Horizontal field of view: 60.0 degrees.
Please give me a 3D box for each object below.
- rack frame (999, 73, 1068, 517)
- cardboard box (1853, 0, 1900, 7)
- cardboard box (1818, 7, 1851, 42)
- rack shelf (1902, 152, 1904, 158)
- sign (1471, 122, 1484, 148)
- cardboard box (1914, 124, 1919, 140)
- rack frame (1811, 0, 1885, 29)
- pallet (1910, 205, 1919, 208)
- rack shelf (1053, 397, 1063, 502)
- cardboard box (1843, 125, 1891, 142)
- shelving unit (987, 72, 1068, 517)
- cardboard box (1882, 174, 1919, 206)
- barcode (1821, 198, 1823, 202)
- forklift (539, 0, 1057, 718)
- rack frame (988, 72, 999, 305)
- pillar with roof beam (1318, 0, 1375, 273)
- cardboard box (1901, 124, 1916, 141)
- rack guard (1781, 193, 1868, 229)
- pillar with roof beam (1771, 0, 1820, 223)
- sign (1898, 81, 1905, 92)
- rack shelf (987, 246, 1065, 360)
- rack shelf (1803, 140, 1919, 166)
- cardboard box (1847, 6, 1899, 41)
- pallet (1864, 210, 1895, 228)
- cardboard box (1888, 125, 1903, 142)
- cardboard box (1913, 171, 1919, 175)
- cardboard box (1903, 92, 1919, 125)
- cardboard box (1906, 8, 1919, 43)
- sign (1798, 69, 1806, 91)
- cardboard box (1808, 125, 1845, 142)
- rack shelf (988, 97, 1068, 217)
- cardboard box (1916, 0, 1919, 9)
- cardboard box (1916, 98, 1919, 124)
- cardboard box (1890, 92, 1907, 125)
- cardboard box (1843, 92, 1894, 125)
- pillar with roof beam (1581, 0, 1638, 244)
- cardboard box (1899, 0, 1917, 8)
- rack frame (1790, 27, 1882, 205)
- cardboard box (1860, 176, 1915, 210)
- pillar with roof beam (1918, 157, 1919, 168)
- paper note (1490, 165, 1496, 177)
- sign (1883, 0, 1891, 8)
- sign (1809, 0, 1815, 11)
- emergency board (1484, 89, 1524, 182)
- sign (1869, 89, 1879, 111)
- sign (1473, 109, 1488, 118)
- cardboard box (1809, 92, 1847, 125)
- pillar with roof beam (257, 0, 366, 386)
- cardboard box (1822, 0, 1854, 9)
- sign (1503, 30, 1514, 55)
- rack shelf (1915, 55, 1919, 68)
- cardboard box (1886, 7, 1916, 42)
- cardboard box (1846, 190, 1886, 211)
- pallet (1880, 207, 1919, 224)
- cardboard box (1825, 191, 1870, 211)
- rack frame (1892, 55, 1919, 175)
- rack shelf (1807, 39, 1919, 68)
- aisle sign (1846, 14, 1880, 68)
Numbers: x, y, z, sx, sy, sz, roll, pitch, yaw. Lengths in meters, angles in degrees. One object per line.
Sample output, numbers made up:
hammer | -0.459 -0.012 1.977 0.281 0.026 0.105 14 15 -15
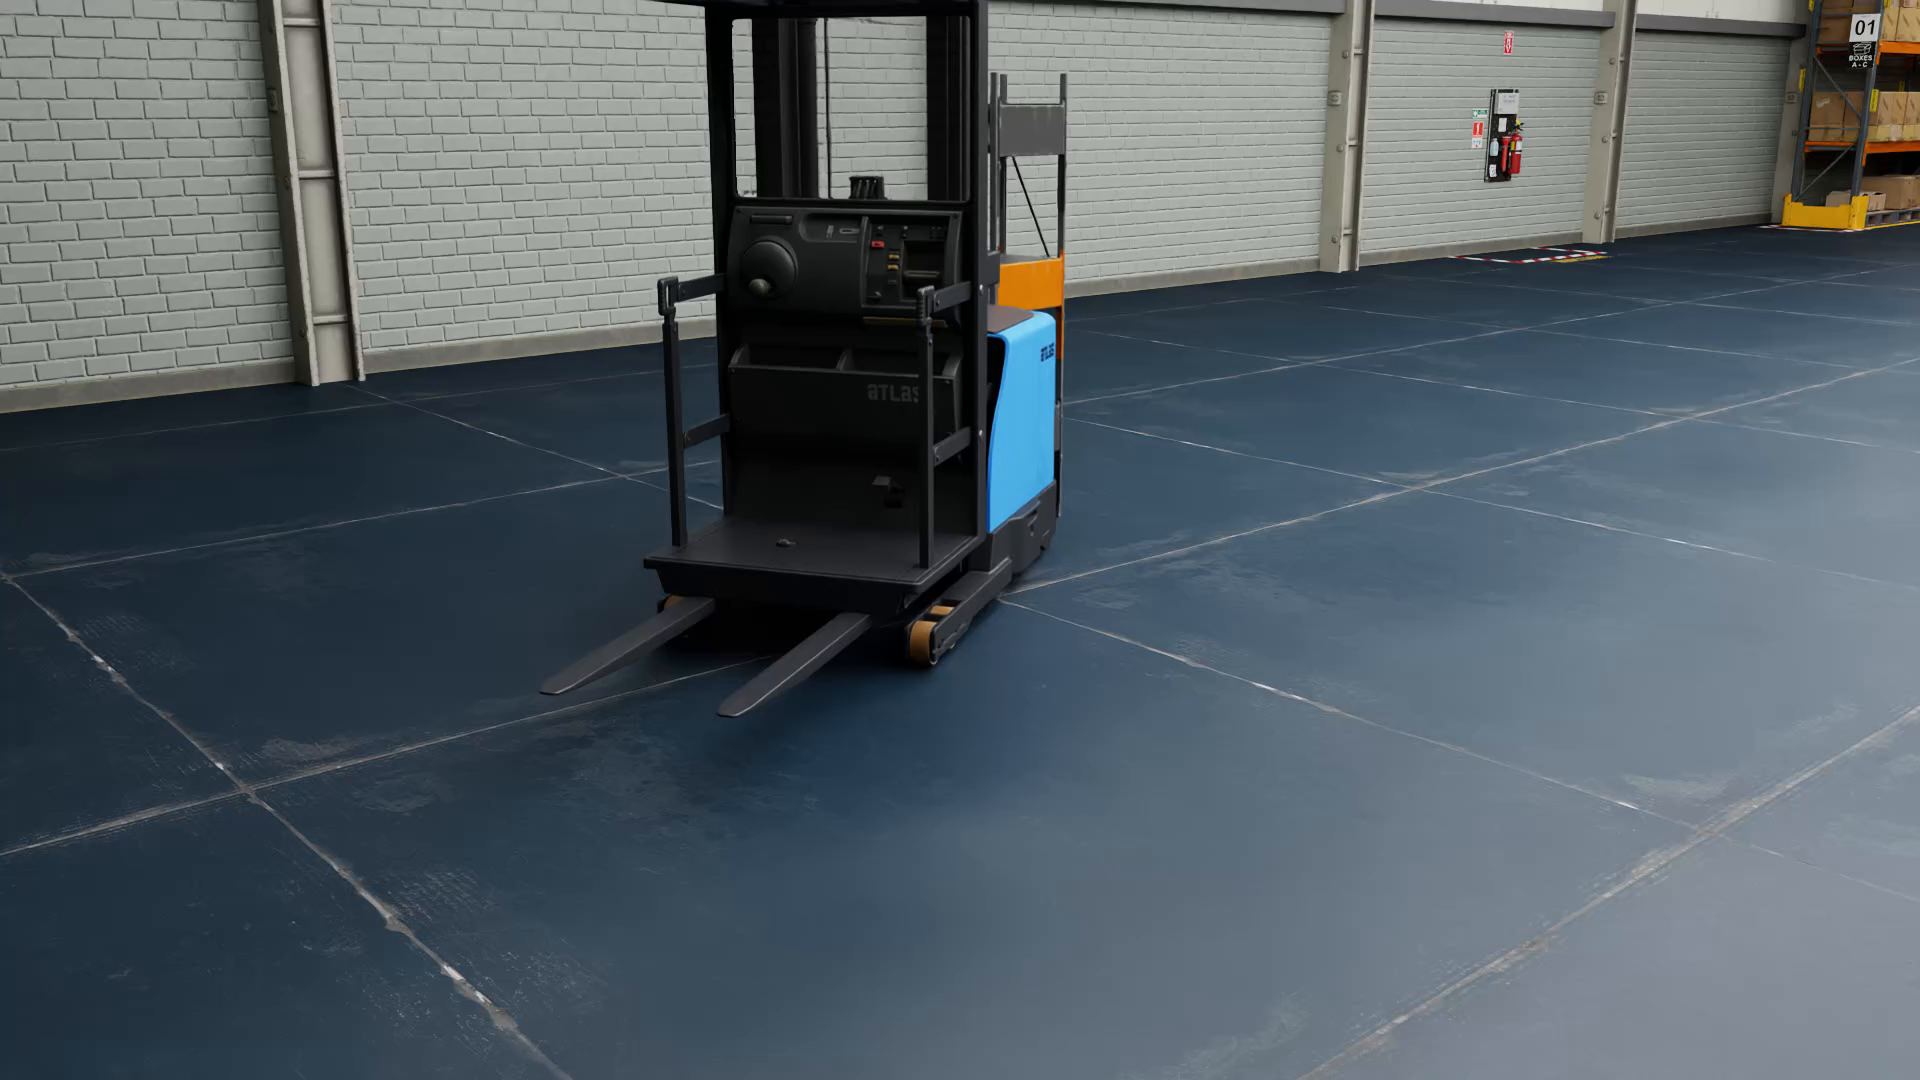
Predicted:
rack frame | 0.342 -1.162 8.032 0.400 2.100 0.015 13 20 40
cardboard box | 14.021 -8.396 25.389 0.500 0.500 0.500 14 21 43
cardboard box | 13.719 -8.015 25.899 0.500 0.500 0.500 -11 18 -35
rack shelf | 18.097 -7.057 29.751 4.000 0.370 1.077 -13 19 -39
sign | 6.631 -5.191 21.302 0.234 0.329 0.001 -13 19 -39
cardboard box | 15.301 -6.607 26.925 0.500 0.250 0.500 -12 19 -39
rack frame | 13.571 -9.286 25.079 0.127 3.000 1.000 -13 19 -39
pallet | 16.105 -5.598 28.298 1.213 0.211 1.003 -13 19 -39
rack shelf | 0.179 -0.426 8.041 0.431 0.518 0.480 13 20 40
cardboard box | 14.147 -6.346 25.948 0.500 0.250 0.500 -13 20 -41
shelving unit | 0.179 -1.115 7.857 0.431 2.100 0.503 13 20 40
cardboard box | 15.832 -5.887 27.968 0.500 0.500 0.500 14 21 43
barcode | 13.903 -5.487 26.818 0.075 0.075 0.001 -13 19 -39
forklift | -0.507 -1.075 6.096 1.130 2.935 3.031 5 16 18
rack frame | 0.016 -1.069 7.682 0.400 2.100 0.015 13 20 40
pillar with roof beam | 7.305 -6.703 15.405 0.400 9.000 9.100 -13 19 -39
cardboard box | 14.918 -6.522 26.606 0.500 0.250 0.500 -13 20 -40
rack guard | 13.628 -5.193 26.224 0.348 0.500 1.175 -13 19 -39
pillar with roof beam | 16.357 -8.735 23.015 0.400 9.000 9.100 -13 19 -39
sign | 16.221 -7.733 28.642 0.005 0.325 0.100 -13 19 -39
rack shelf | 0.179 -1.102 7.860 0.431 0.518 0.480 13 20 40
rack shelf | 15.080 -6.379 27.214 4.000 0.370 1.077 -13 19 -39
cardboard box | 13.987 -7.903 25.480 0.500 0.500 0.500 -12 19 -38
pallet | 14.264 -5.184 26.750 1.213 0.211 1.003 -13 19 -39
cardboard box | 14.530 -6.437 26.287 0.500 0.250 0.500 -13 20 -41
cardboard box | 17.133 -6.198 29.134 0.500 0.500 0.700 -12 19 -38
cardboard box | 14.902 -6.878 26.486 0.500 0.500 0.500 -13 20 -41
cardboard box | 14.805 -8.076 26.127 0.500 0.500 0.500 -12 19 -37
sign | 13.222 -7.212 26.080 0.005 0.325 0.100 -13 19 -39
cardboard box | 13.796 -6.442 26.307 0.500 0.250 0.500 -12 19 -39
rack shelf | 0.179 -1.778 7.680 0.431 0.518 0.480 13 20 40
cardboard box | 14.812 -8.560 26.003 0.500 0.500 0.500 -12 19 -38
cardboard box | 15.283 -6.968 26.822 0.500 0.500 0.500 -12 19 -38
cardboard box | 14.508 -6.792 26.163 0.500 0.500 0.500 -13 19 -39
cardboard box | 14.128 -6.710 25.857 0.500 0.500 0.500 -13 19 -39
pillar with roof beam | 11.831 -7.719 19.210 0.400 9.000 9.100 -13 19 -39
cardboard box | 14.432 -8.471 25.670 0.500 0.500 0.500 -13 20 -40
rack frame | 13.571 -6.388 25.853 0.127 3.000 1.000 -13 19 -39
cardboard box | 15.168 -5.704 27.282 0.500 0.500 0.700 -14 21 -43
pillar with roof beam | 20.883 -9.752 26.821 0.400 9.000 9.100 -13 19 -39
paper note | 6.937 -4.805 21.634 0.142 0.148 0.016 -13 19 -39
sign | 13.927 -8.154 24.958 0.005 0.325 0.100 -13 19 -39
sign | 13.222 -8.376 25.769 0.005 0.325 0.100 -13 19 -39
emergency board | 7.116 -5.247 21.583 0.643 1.169 0.194 -13 19 -39
sign | 13.927 -6.701 25.346 0.005 0.325 0.100 -13 19 -39
sign | 6.640 -5.446 21.230 0.331 0.109 0.001 -13 19 -39
cardboard box | 13.787 -6.809 26.227 0.500 0.500 0.500 -13 20 -40
pillar with roof beam | -1.748 -4.670 7.795 0.400 9.000 9.100 -13 19 -39
cardboard box | 13.724 -8.502 25.785 0.500 0.500 0.500 -12 19 -37
sign | 7.044 -6.385 21.351 0.199 0.298 0.001 -13 19 -39
rack shelf | 18.097 -8.506 29.364 4.000 0.370 1.077 -13 19 -39
cardboard box | 14.416 -7.987 25.795 0.500 0.500 0.500 -11 19 -36
cardboard box | 14.582 -5.498 26.878 0.500 0.311 0.500 -11 18 -35
pallet | 15.184 -5.390 27.520 1.213 0.211 1.003 -13 19 -39
cardboard box | 14.152 -5.401 26.516 0.500 0.311 0.500 13 20 41
rack frame | 16.588 -7.066 28.390 0.127 3.000 1.000 -13 19 -39
rack shelf | 15.080 -7.829 26.827 4.000 0.370 1.077 -13 19 -39
aisle sign | 13.714 -7.573 25.253 0.004 0.787 0.394 -13 19 -39
